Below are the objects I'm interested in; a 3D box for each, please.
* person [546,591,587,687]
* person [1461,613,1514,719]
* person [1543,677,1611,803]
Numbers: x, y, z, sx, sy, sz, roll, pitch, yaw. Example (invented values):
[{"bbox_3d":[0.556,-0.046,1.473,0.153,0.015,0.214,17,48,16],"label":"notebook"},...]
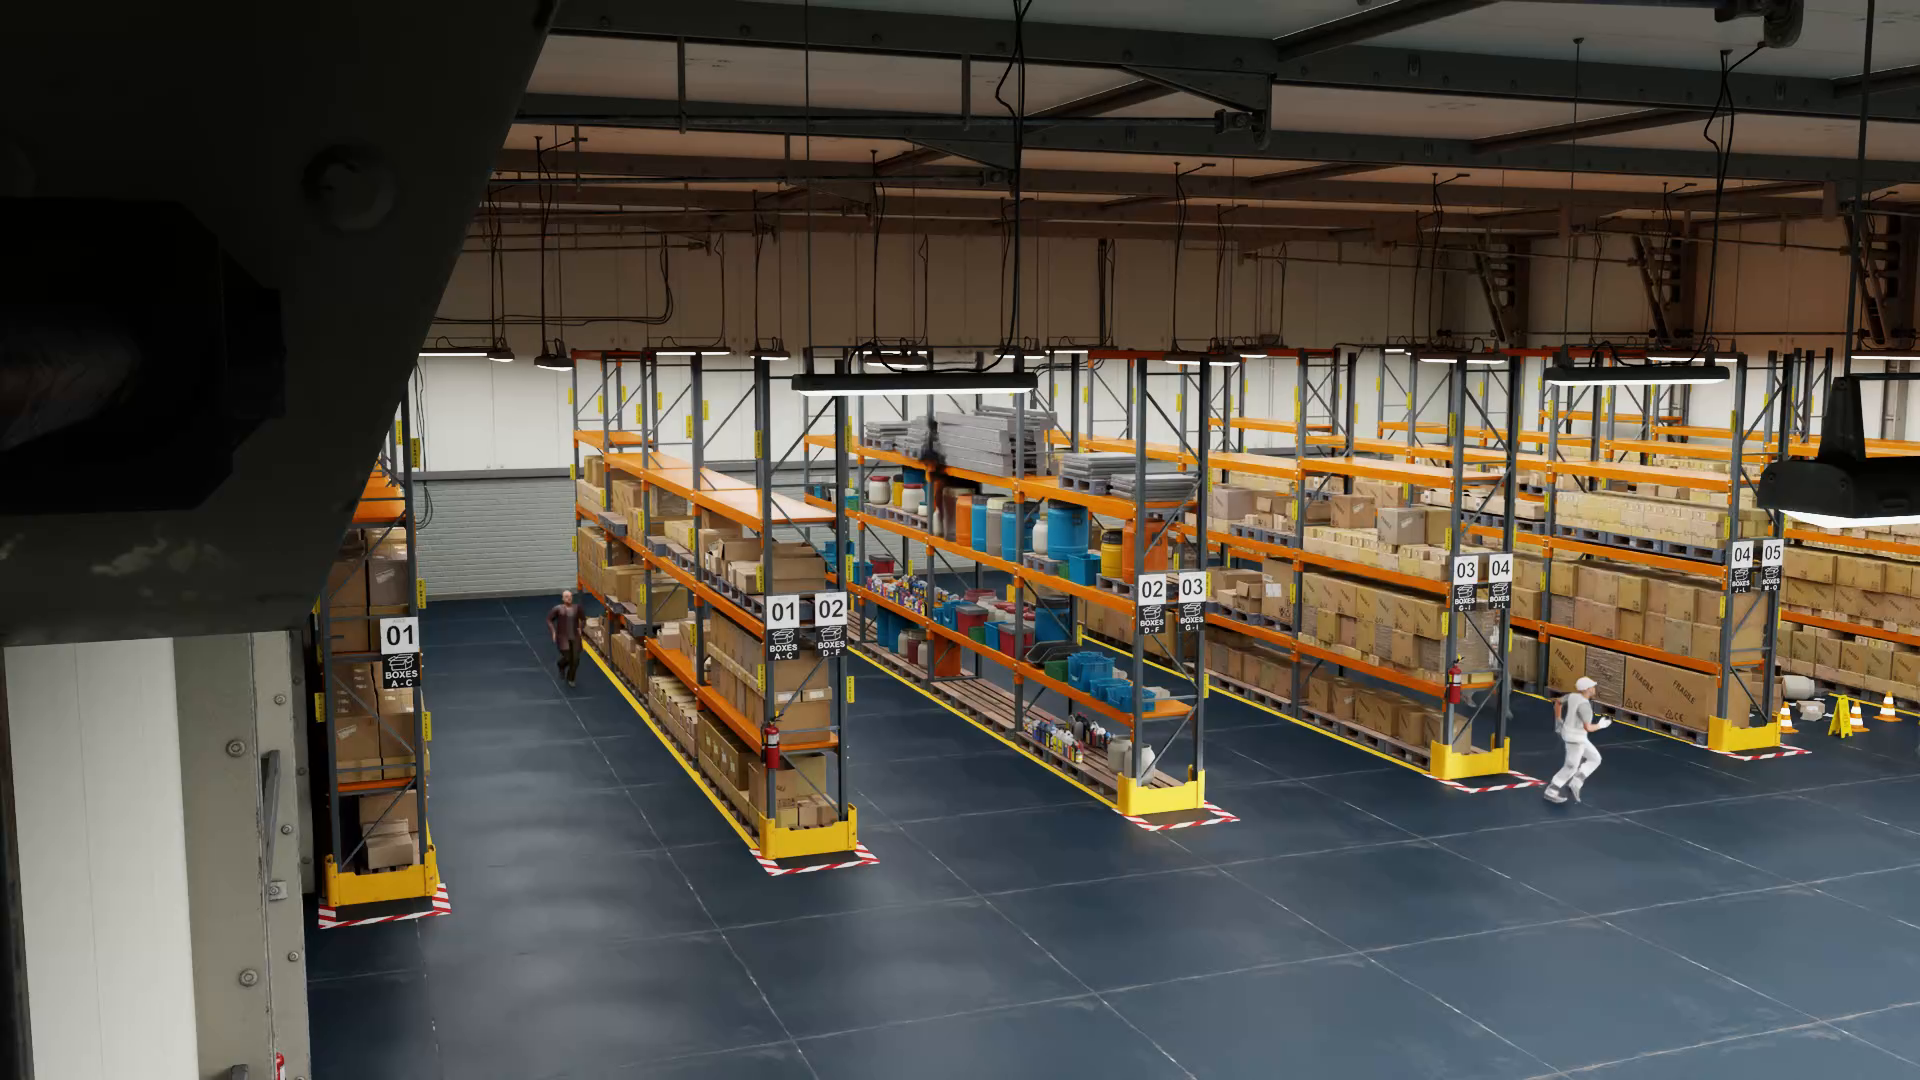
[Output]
[{"bbox_3d":[-7.020,1.778,29.843,0.708,1.726,0.635,-4,8,-29],"label":"person"},{"bbox_3d":[8.804,2.045,27.697,0.658,1.798,1.015,-4,8,-31],"label":"person"},{"bbox_3d":[8.268,2.677,22.254,0.796,1.731,0.699,1,7,10],"label":"person"}]
